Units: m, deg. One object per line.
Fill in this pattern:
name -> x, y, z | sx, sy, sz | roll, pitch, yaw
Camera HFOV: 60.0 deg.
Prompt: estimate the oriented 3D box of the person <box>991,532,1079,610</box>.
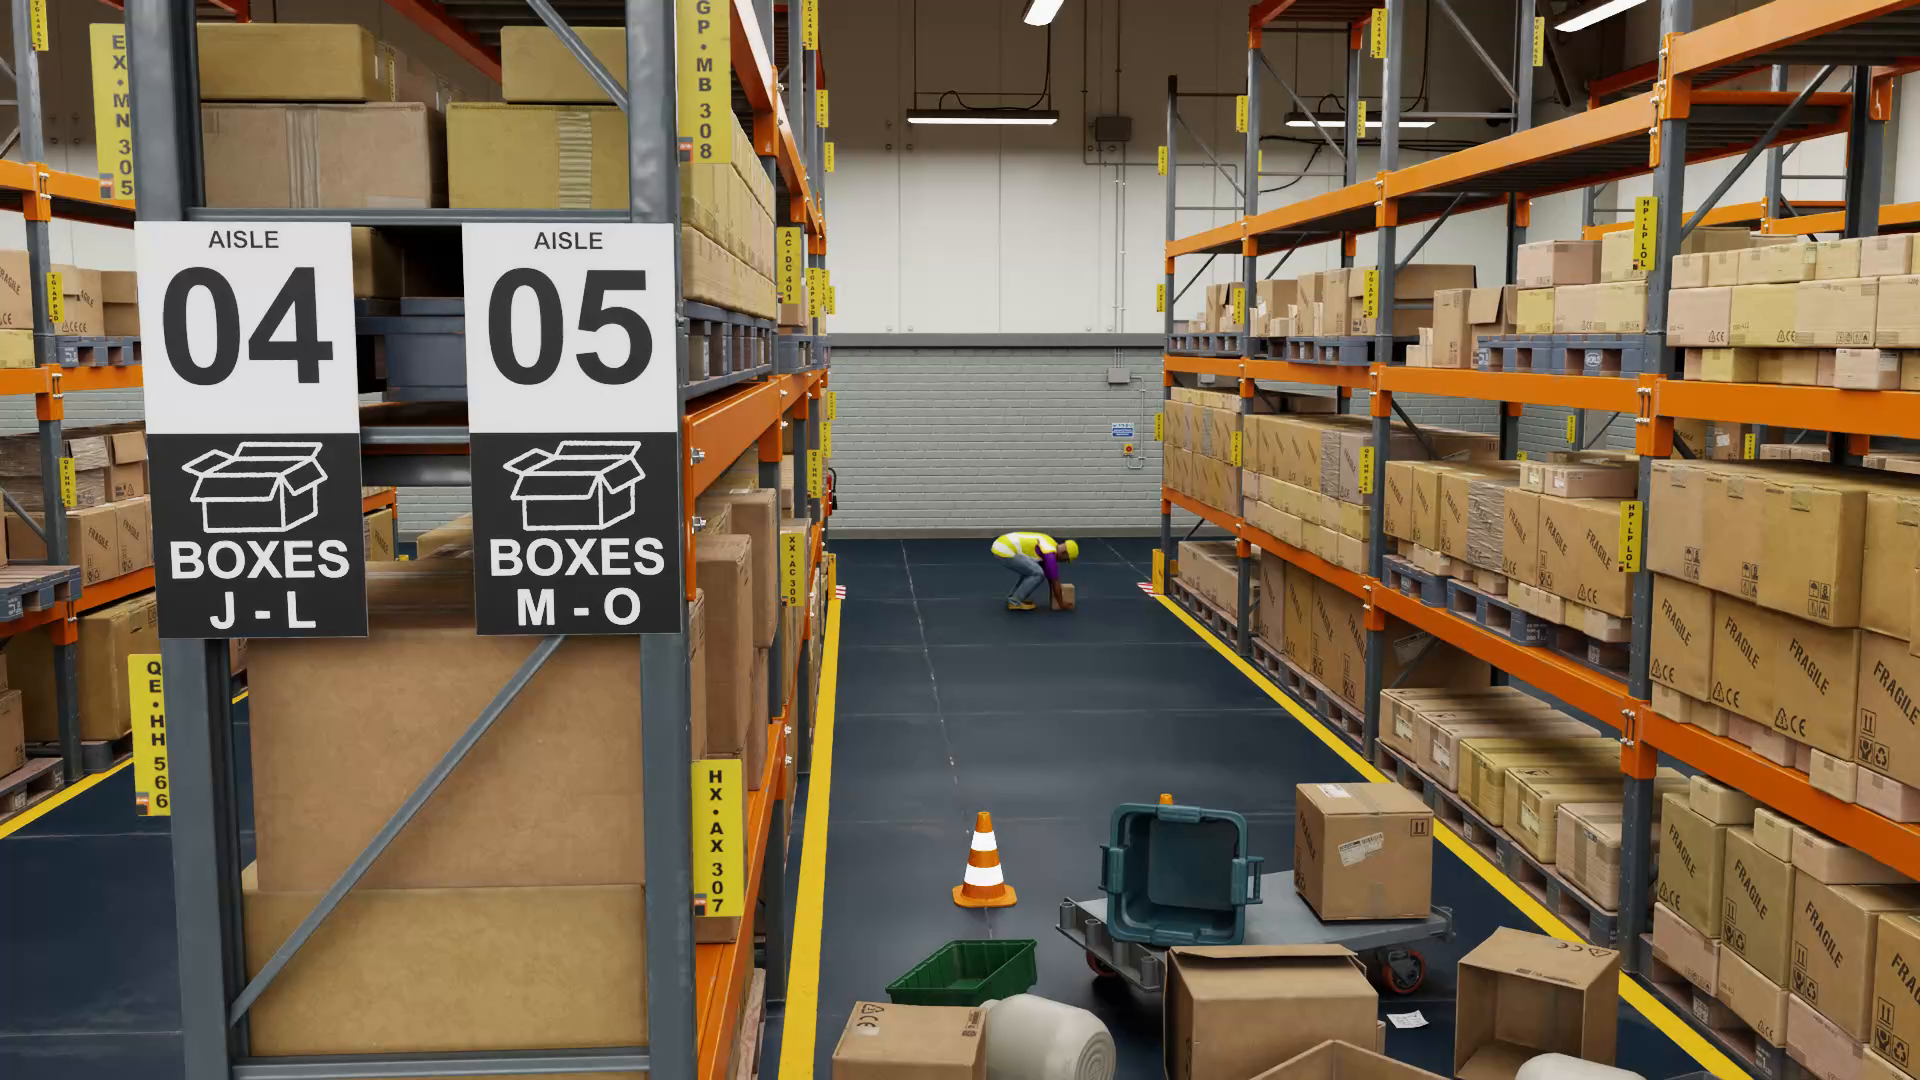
person -> 0.843, 0.346, 18.648 | 0.980, 0.874, 0.509 | -1, 7, -6
